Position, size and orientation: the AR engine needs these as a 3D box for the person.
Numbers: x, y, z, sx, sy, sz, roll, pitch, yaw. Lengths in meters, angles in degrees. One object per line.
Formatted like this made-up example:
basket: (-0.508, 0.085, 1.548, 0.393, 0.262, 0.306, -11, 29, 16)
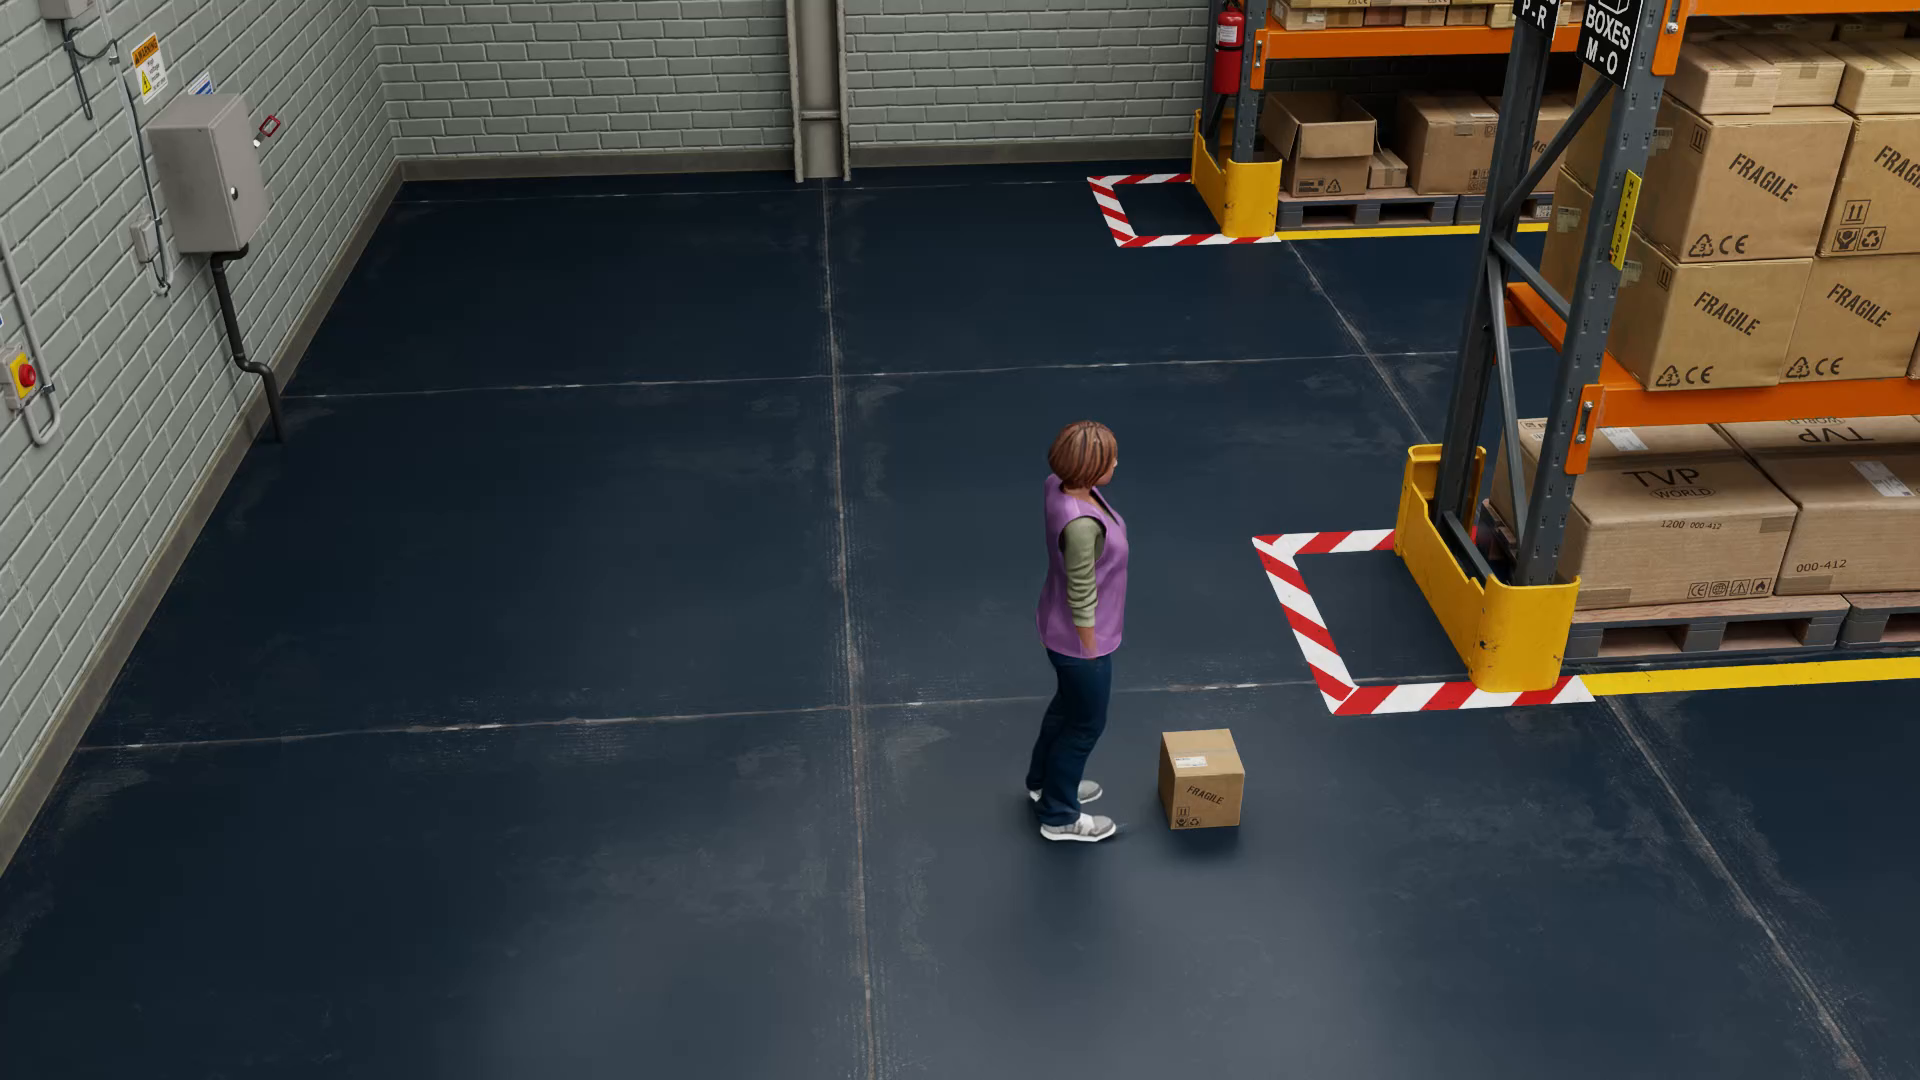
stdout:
person: (0.399, 0.320, 5.648, 0.312, 1.591, 0.405, -2, 32, -3)
